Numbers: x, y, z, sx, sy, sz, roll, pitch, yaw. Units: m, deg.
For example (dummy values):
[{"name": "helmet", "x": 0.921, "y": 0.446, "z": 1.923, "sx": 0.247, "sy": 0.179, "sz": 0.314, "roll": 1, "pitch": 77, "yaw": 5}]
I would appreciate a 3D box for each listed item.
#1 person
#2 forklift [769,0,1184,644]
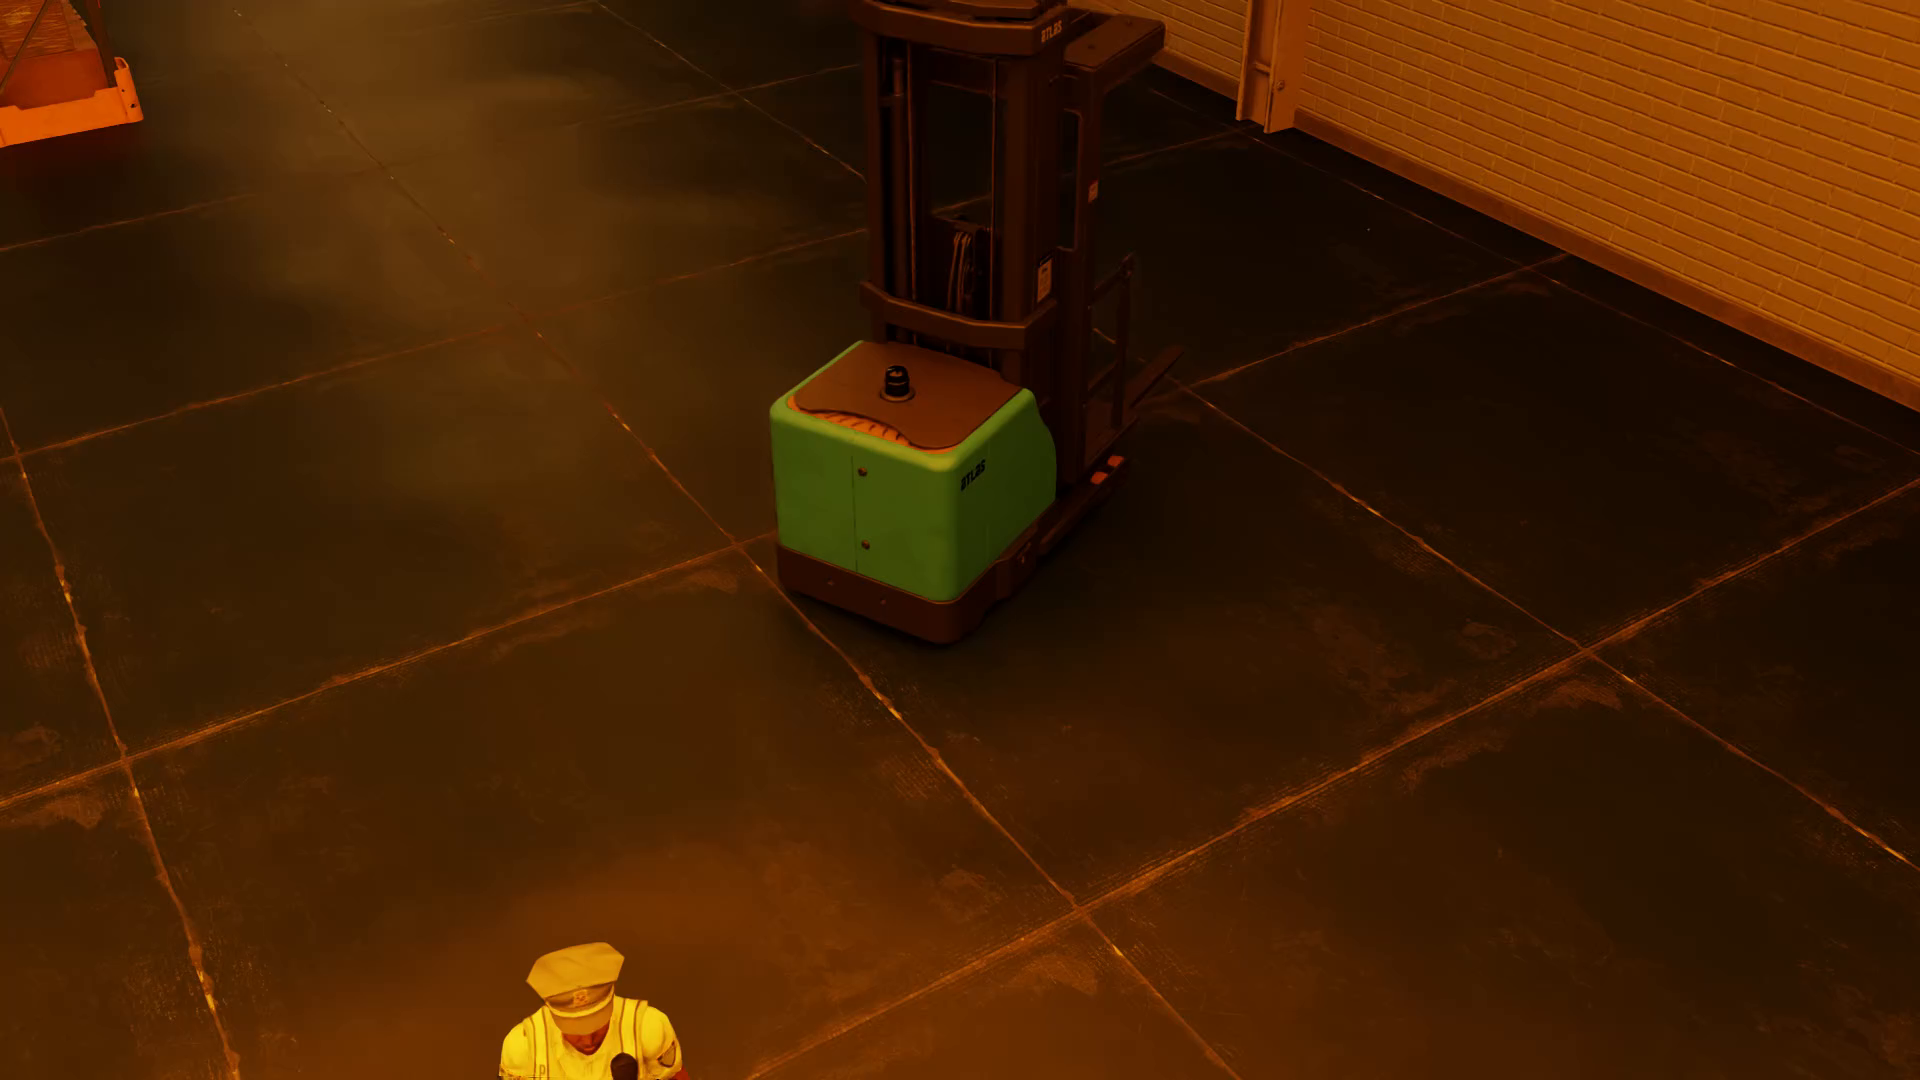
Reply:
[{"name": "person", "x": -0.995, "y": 1.824, "z": 4.695, "sx": 0.532, "sy": 1.716, "sz": 0.480, "roll": -6, "pitch": 36, "yaw": -9}, {"name": "forklift", "x": 0.281, "y": -1.528, "z": 8.322, "sx": 1.130, "sy": 2.935, "sz": 3.031, "roll": 19, "pitch": 39, "yaw": 25}]
